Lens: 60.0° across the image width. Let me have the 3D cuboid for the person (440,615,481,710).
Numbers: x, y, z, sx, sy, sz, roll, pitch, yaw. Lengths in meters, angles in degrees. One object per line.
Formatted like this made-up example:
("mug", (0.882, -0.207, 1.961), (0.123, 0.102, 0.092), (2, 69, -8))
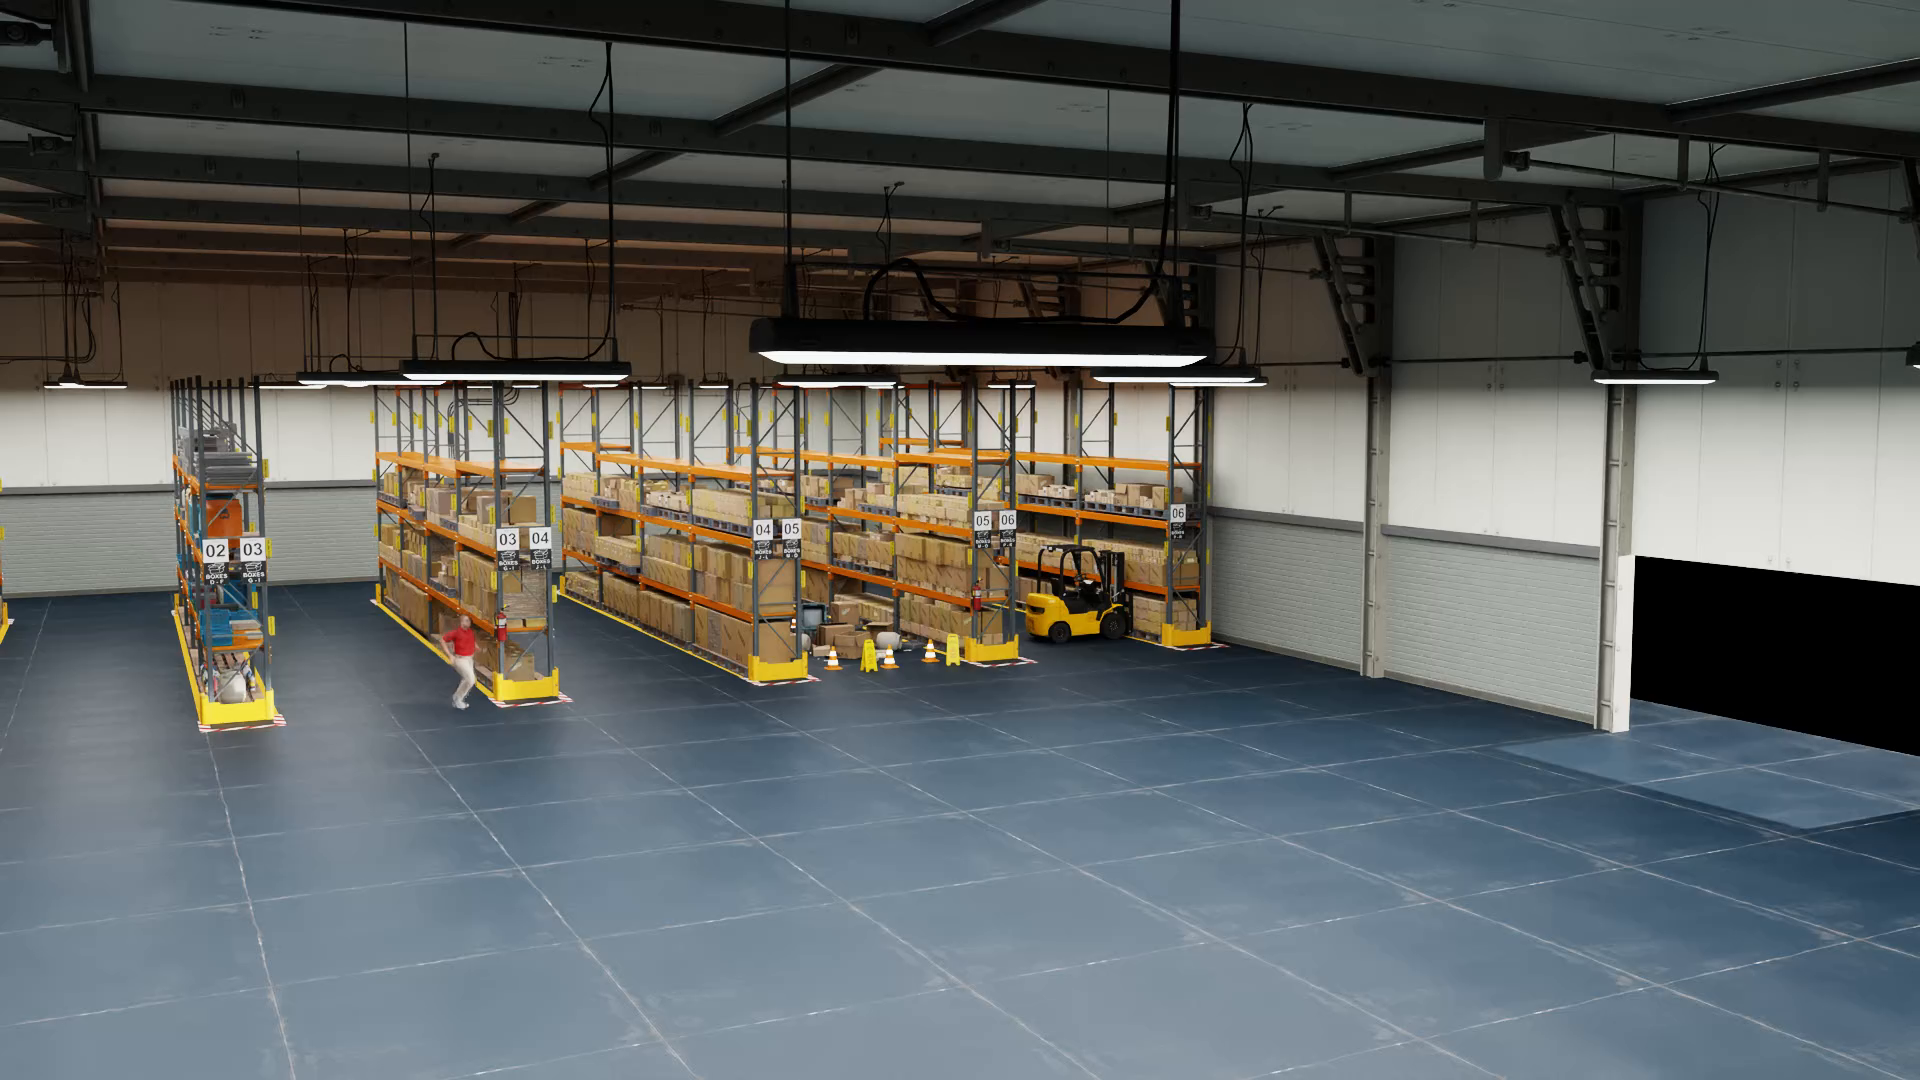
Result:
("person", (-8.918, 2.211, 30.020), (0.639, 1.709, 0.659), (2, 5, 19))

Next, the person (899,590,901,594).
("person", (-1.949, 0.678, 47.101), (0.704, 1.714, 0.548), (-2, 5, -22))

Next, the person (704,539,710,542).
("person", (-6.855, 0.790, 46.302), (0.715, 1.593, 1.082), (-4, 6, -35))
